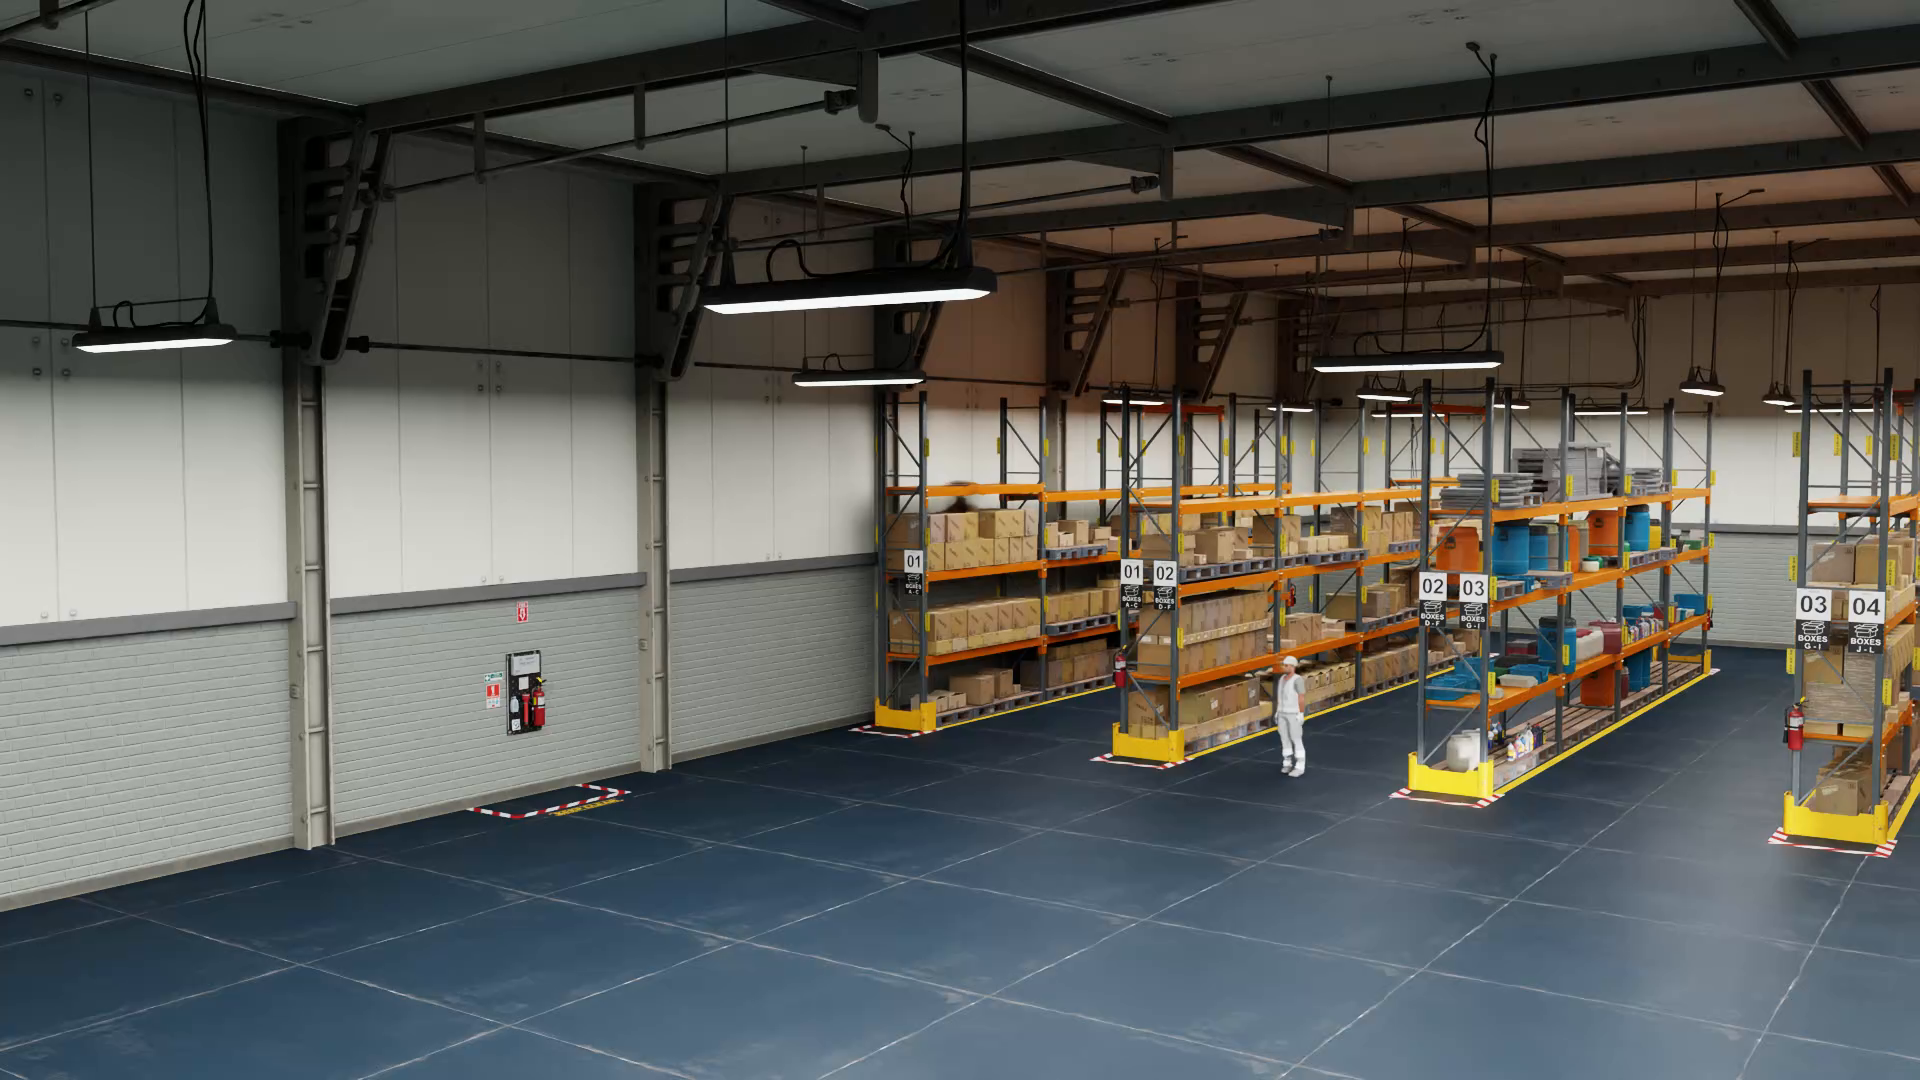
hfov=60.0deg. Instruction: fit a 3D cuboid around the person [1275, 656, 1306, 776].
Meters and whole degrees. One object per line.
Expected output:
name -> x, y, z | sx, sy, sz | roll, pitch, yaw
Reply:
person -> 5.051, 2.686, 25.554 | 0.412, 1.793, 0.598 | -2, 4, -32
